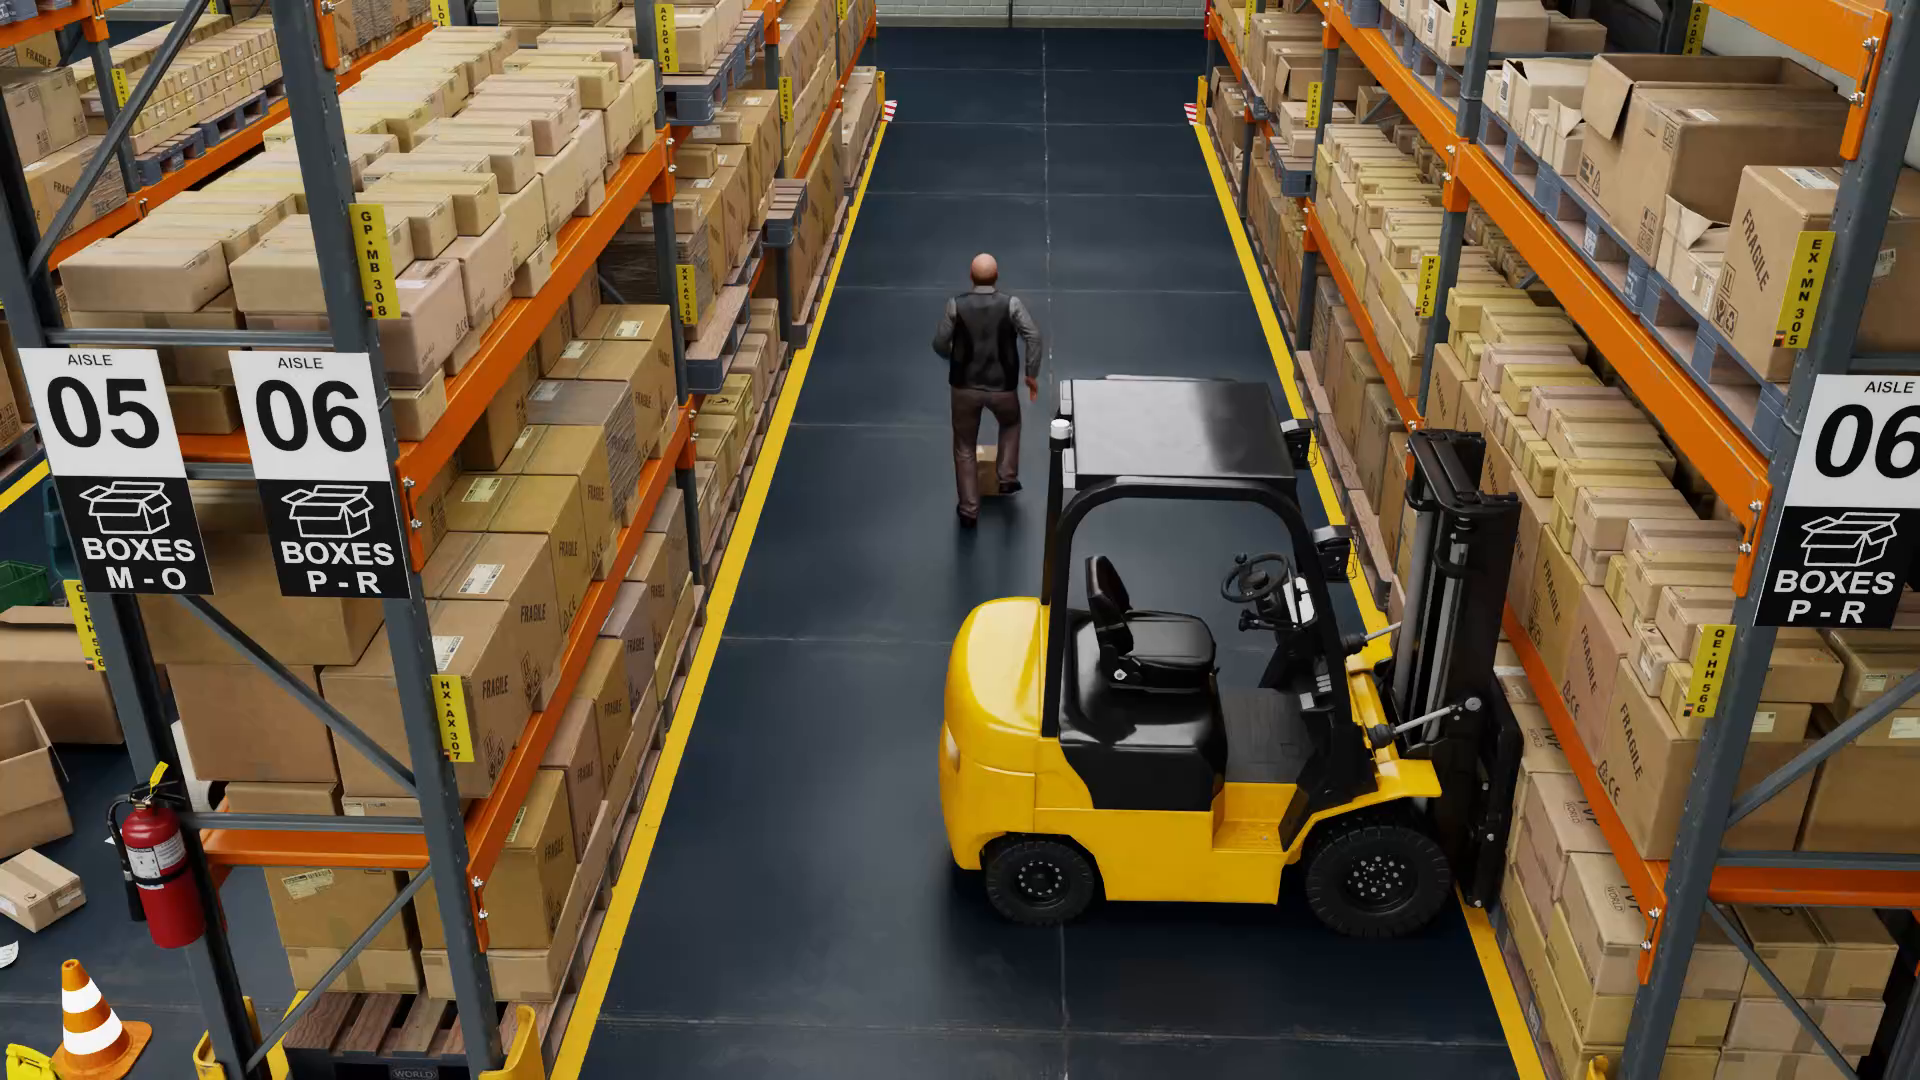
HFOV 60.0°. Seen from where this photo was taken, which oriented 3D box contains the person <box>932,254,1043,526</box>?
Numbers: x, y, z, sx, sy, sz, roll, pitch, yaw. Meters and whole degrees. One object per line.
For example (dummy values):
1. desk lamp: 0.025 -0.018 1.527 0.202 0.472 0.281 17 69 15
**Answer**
1. person: 0.168 -0.977 10.580 0.682 1.645 0.738 -1 28 -3
